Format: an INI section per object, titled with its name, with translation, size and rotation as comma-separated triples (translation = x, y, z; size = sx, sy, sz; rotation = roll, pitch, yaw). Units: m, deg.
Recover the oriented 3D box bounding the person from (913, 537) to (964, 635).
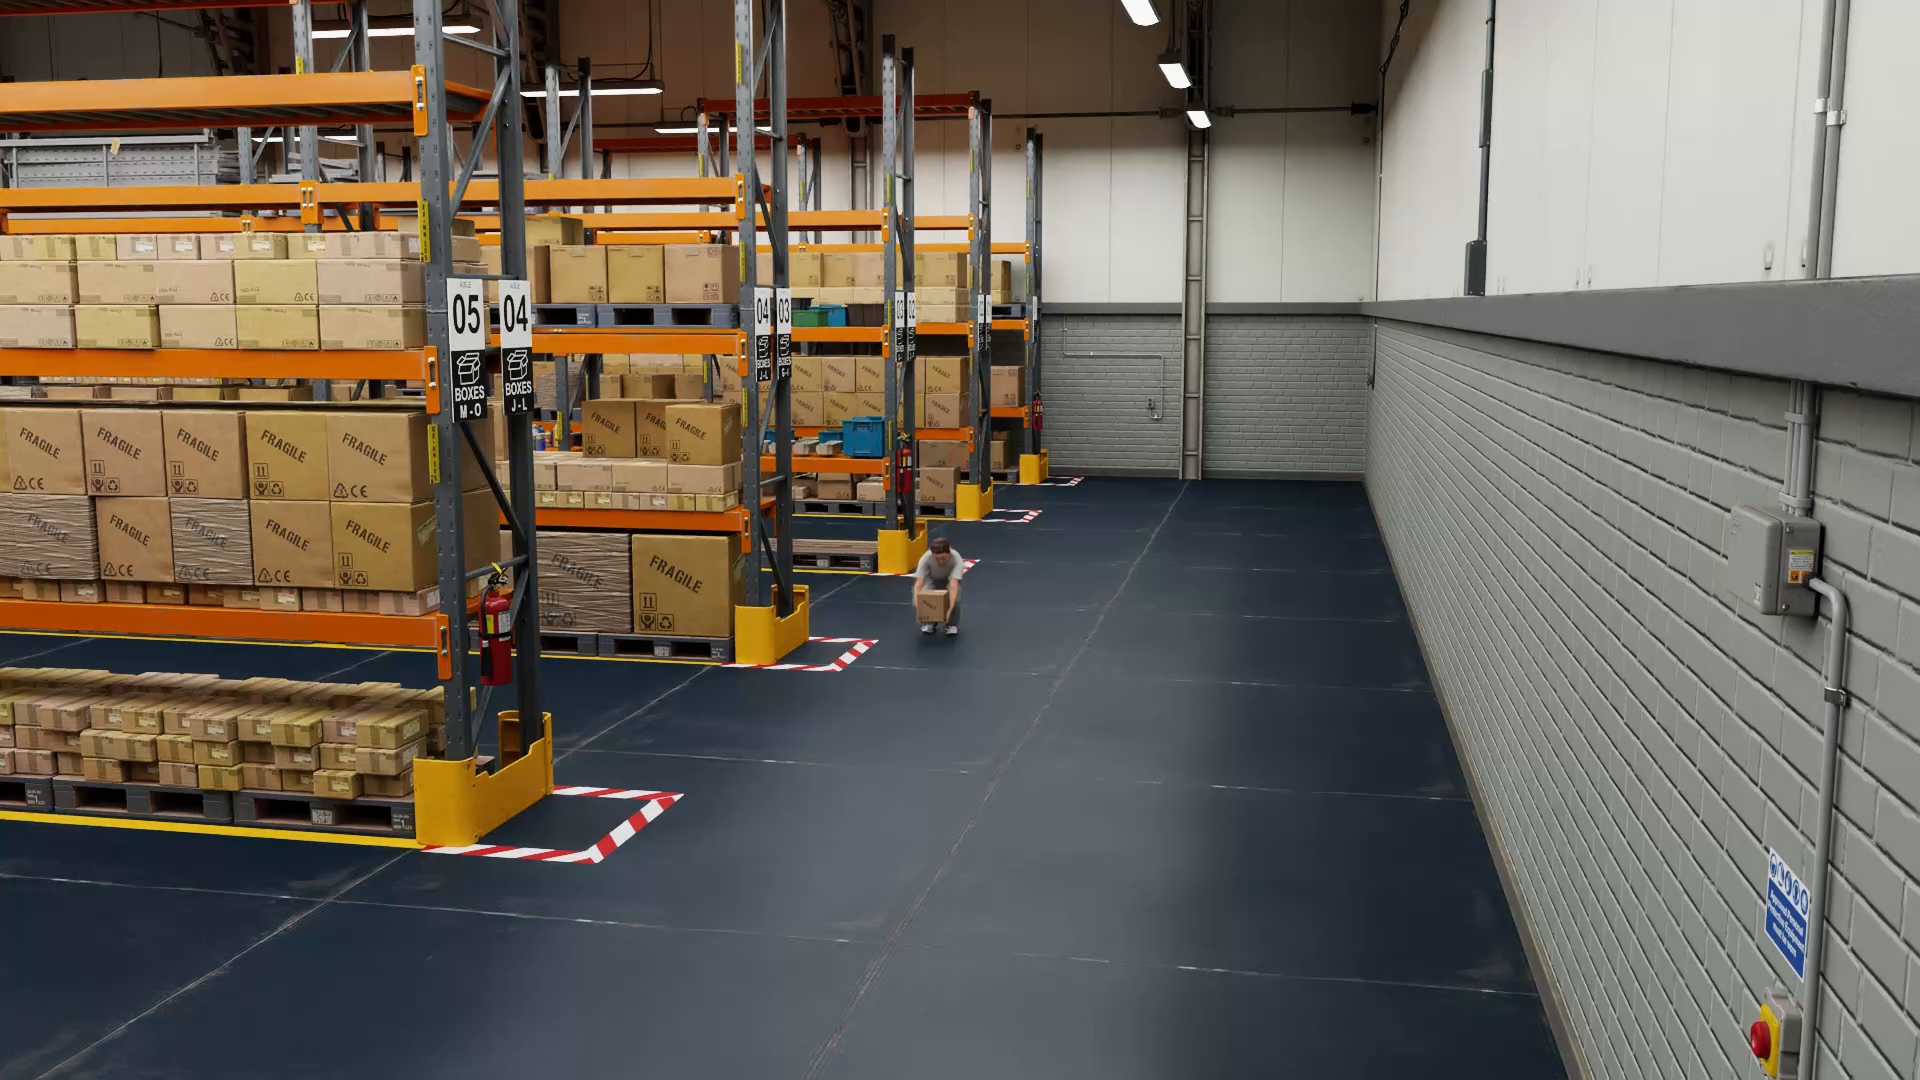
[person]
translation = -0.186, 0.415, 15.517
size = 0.469, 0.949, 0.803
rotation = 1, 8, 10
